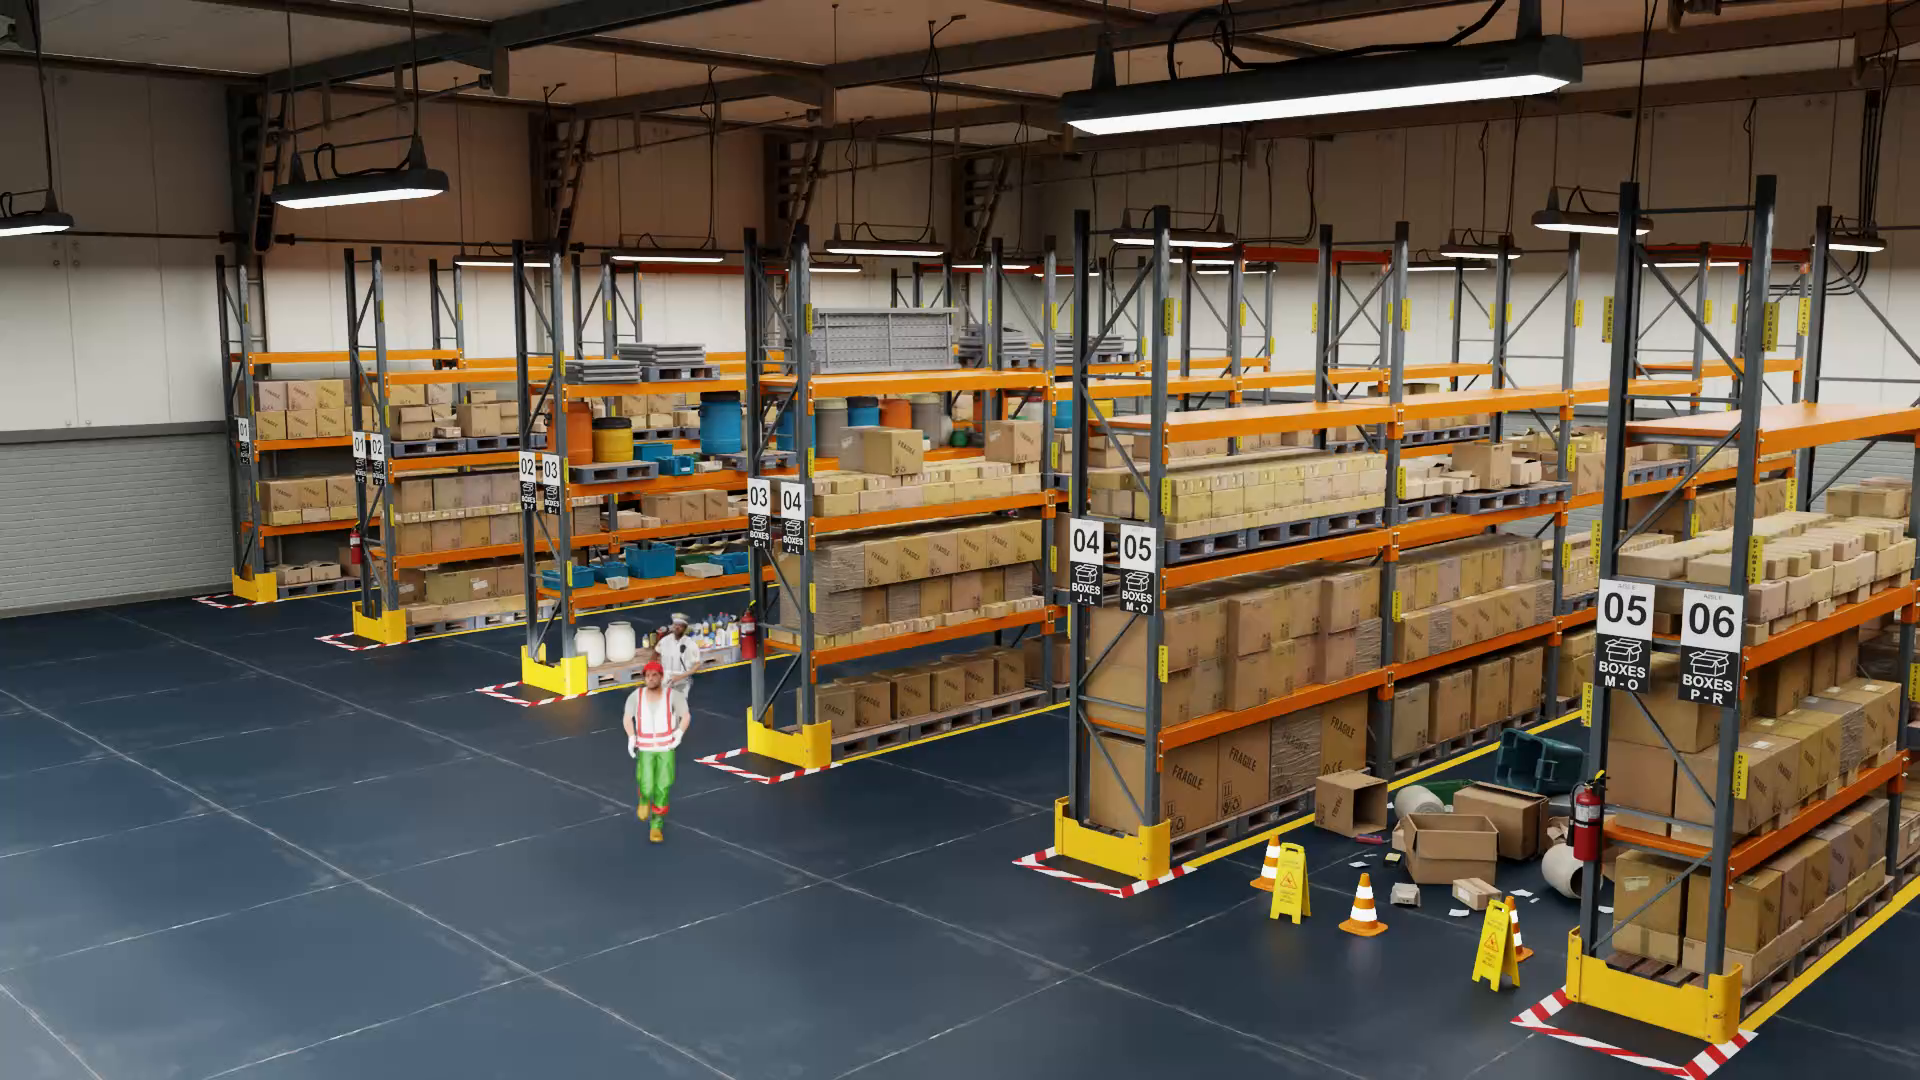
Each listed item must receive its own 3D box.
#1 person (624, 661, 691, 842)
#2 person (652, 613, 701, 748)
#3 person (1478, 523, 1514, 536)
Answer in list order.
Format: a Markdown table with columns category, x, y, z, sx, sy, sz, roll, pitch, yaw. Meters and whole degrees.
| category | x | y | z | sx | sy | sz | roll | pitch | yaw |
| --- | --- | --- | --- | --- | --- | --- | --- | --- | --- |
| person | -2.938 | 2.031 | 16.157 | 0.649 | 1.754 | 0.593 | -1 | 8 | -8 |
| person | -3.299 | 1.654 | 19.181 | 0.620 | 1.640 | 0.505 | 1 | 8 | 7 |
| person | 8.739 | 0.461 | 27.148 | 0.701 | 1.754 | 0.930 | 6 | 10 | 38 |
